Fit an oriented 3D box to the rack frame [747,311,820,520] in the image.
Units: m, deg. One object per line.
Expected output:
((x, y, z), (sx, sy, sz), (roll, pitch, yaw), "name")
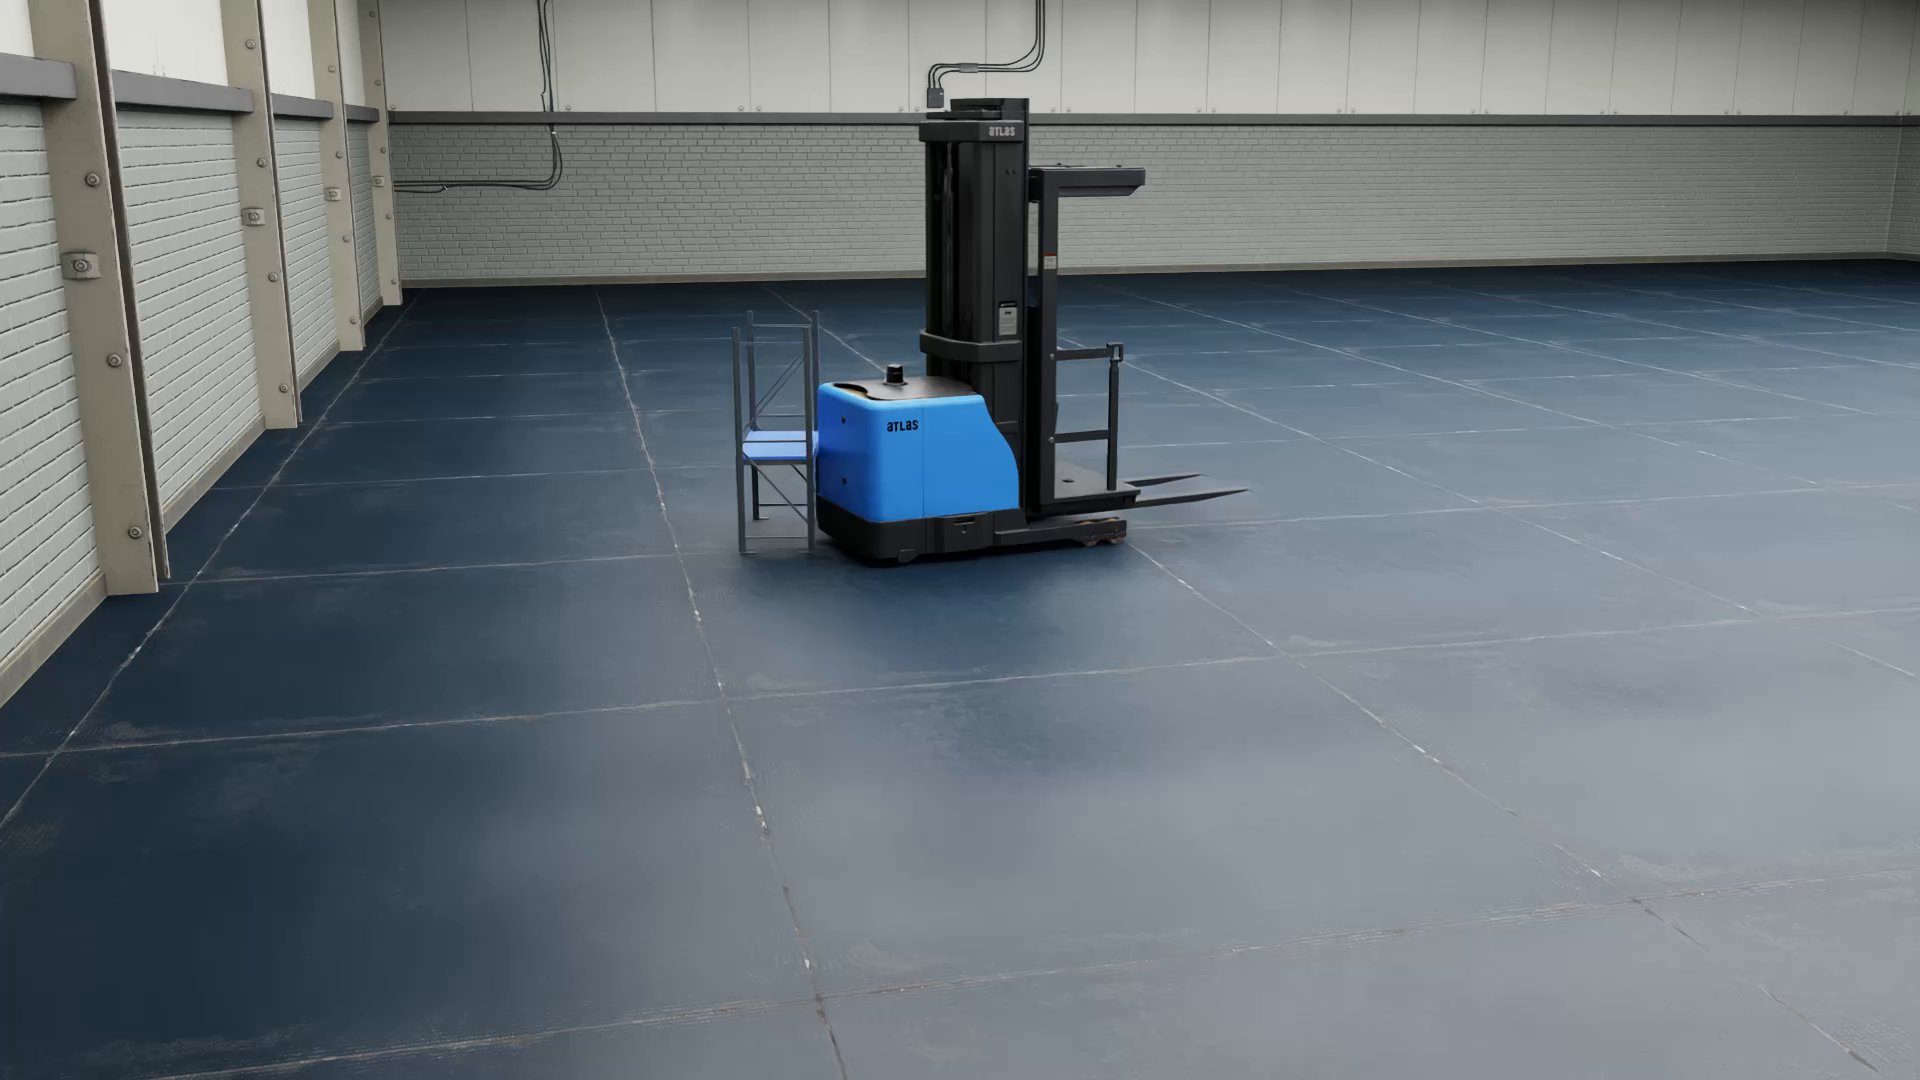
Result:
((-1.248, -0.882, 11.877), (0.500, 1.500, 0.032), (0, 14, -2), "rack frame")

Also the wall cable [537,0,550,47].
((-6.090, -10.090, 29.667), (3.097, 2.526, 0.112), (-3, 14, -13), "wall cable")

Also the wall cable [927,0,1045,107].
((0.512, -11.172, 31.028), (2.305, 6.003, 0.169), (-3, 14, -13), "wall cable")

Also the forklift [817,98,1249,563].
((0.578, -1.492, 11.357), (3.031, 2.935, 1.130), (-6, 15, -25), "forklift")

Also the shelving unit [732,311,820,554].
((-1.233, -0.761, 11.383), (0.538, 1.500, 1.048), (0, 14, -2), "shelving unit")

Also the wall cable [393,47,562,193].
((-8.719, -7.486, 29.649), (3.097, 2.526, 0.112), (-3, 14, -13), "wall cable")

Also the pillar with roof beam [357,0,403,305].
((-5.128, -8.481, 27.180), (9.100, 9.000, 0.400), (-3, 14, -13), "pillar with roof beam")

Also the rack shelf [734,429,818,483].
((-1.233, -0.587, 11.426), (0.538, 0.185, 1.000), (0, 14, -2), "rack shelf")

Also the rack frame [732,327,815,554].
((-1.217, -0.641, 10.890), (0.500, 1.500, 0.032), (0, 14, -2), "rack frame")

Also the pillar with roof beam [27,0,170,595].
((-0.901, -4.328, 10.183), (9.100, 9.000, 0.400), (-3, 14, -13), "pillar with roof beam")

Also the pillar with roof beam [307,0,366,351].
((-3.719, -7.097, 21.514), (9.100, 9.000, 0.400), (-3, 14, -13), "pillar with roof beam")

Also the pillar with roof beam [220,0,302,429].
((-2.310, -5.713, 15.848), (9.100, 9.000, 0.400), (-3, 14, -13), "pillar with roof beam")
